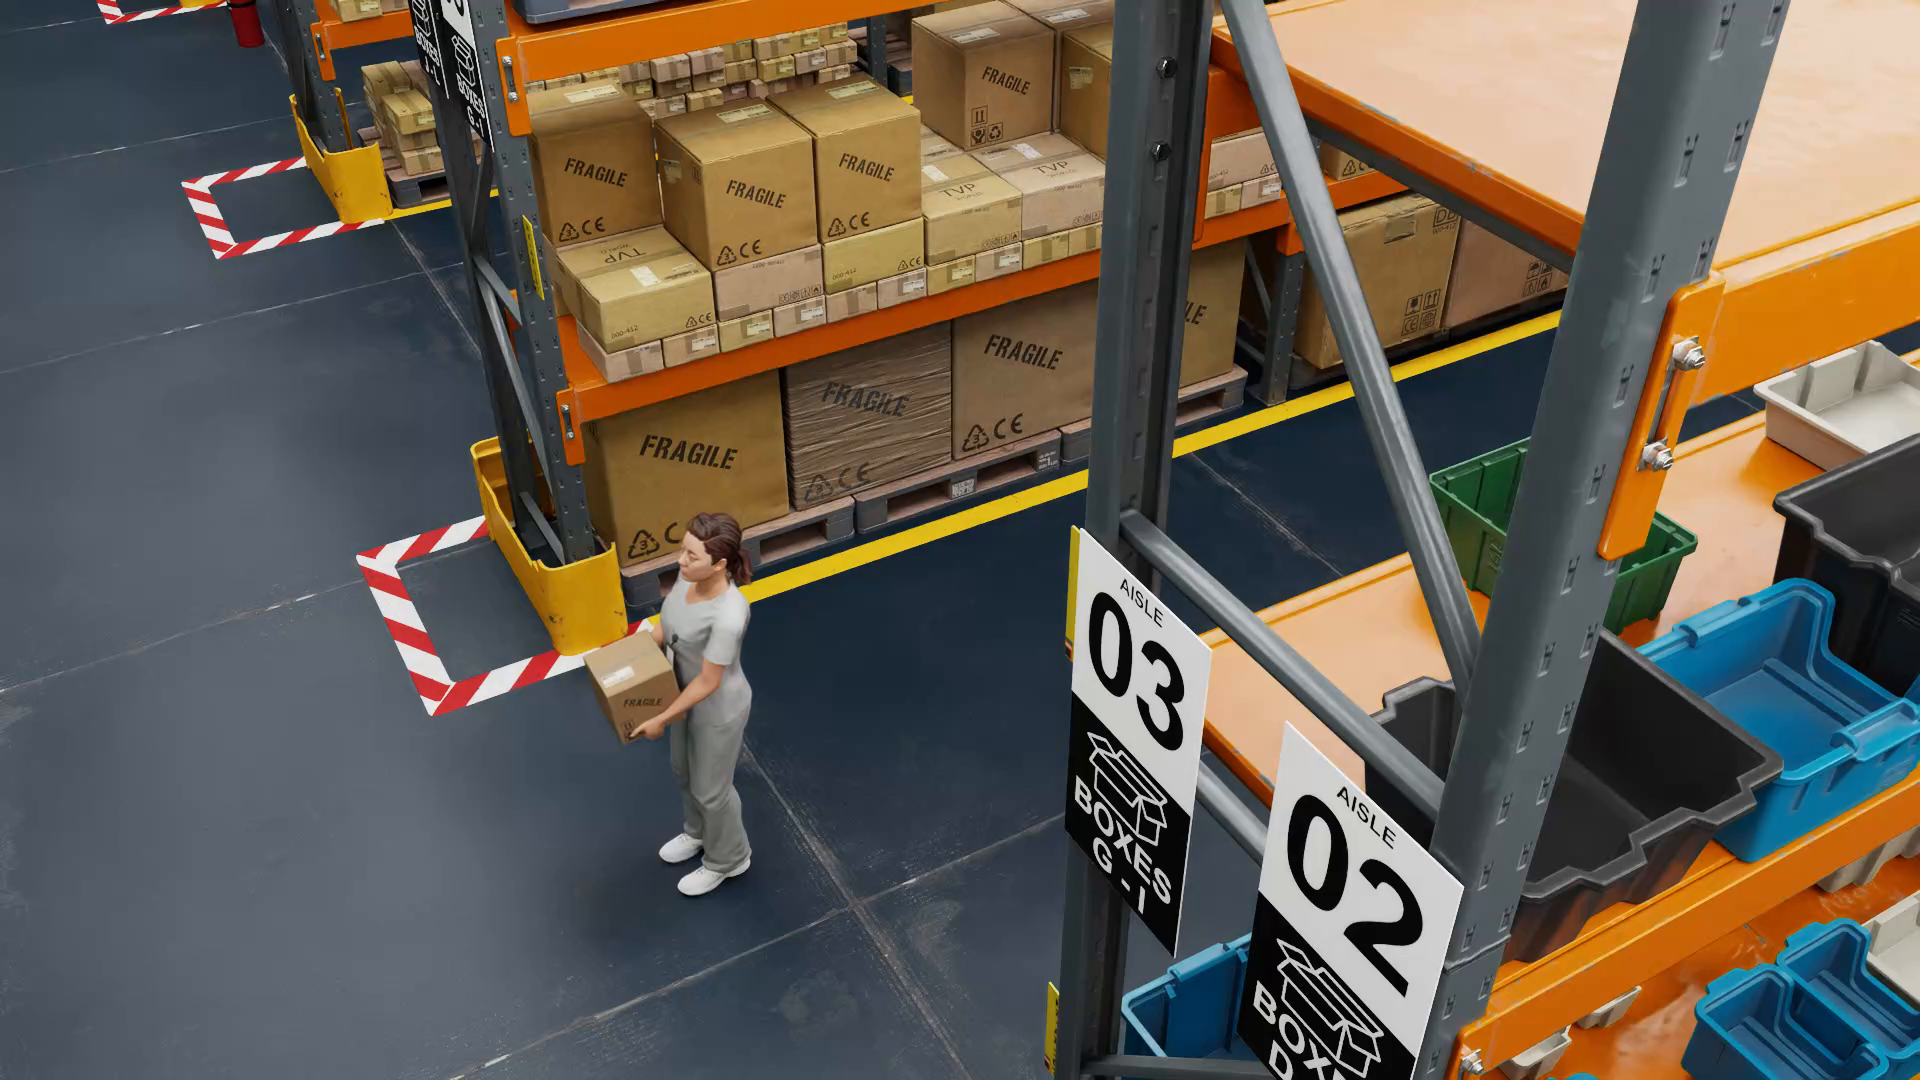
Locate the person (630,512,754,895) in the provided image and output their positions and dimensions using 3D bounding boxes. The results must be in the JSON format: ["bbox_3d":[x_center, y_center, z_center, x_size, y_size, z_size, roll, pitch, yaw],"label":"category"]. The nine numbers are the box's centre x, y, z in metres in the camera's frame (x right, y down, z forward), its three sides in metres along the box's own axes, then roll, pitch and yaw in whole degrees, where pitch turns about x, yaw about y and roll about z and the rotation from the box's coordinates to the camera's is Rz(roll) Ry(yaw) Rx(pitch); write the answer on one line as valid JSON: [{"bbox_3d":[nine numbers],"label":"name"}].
[{"bbox_3d":[-0.980,0.618,6.116,0.561,1.662,0.437,-19,41,-23],"label":"person"}]
